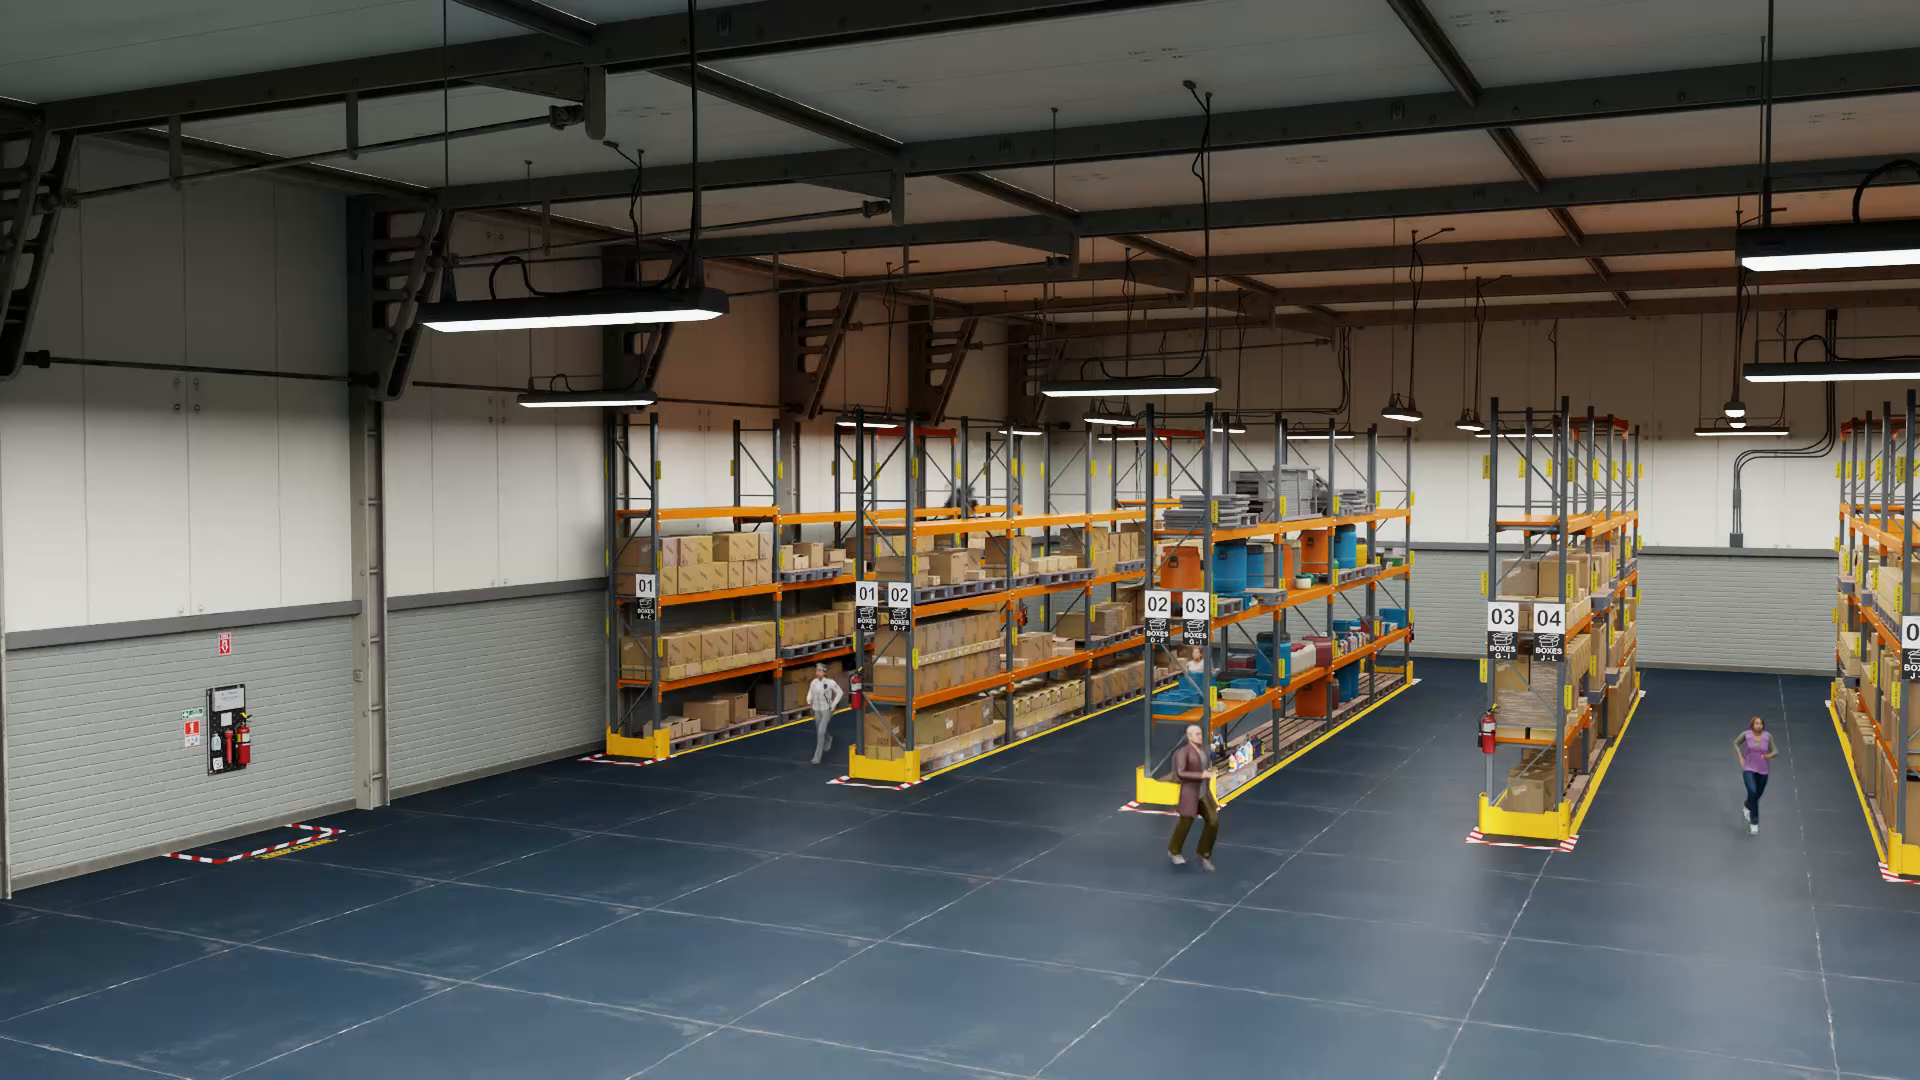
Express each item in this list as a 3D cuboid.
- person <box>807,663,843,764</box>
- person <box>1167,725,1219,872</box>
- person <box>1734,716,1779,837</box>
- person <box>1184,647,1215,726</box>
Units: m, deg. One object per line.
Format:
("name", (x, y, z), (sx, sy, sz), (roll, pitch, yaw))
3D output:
("person", (-2.336, 2.953, 28.704), (0.631, 1.699, 0.903), (1, 3, 25))
("person", (2.918, 3.242, 20.817), (0.694, 1.856, 0.840), (-2, 3, -36))
("person", (11.060, 3.241, 23.102), (0.507, 1.634, 0.899), (0, 2, 9))
("person", (4.522, 2.859, 31.674), (0.582, 1.639, 0.901), (1, 3, 27))
